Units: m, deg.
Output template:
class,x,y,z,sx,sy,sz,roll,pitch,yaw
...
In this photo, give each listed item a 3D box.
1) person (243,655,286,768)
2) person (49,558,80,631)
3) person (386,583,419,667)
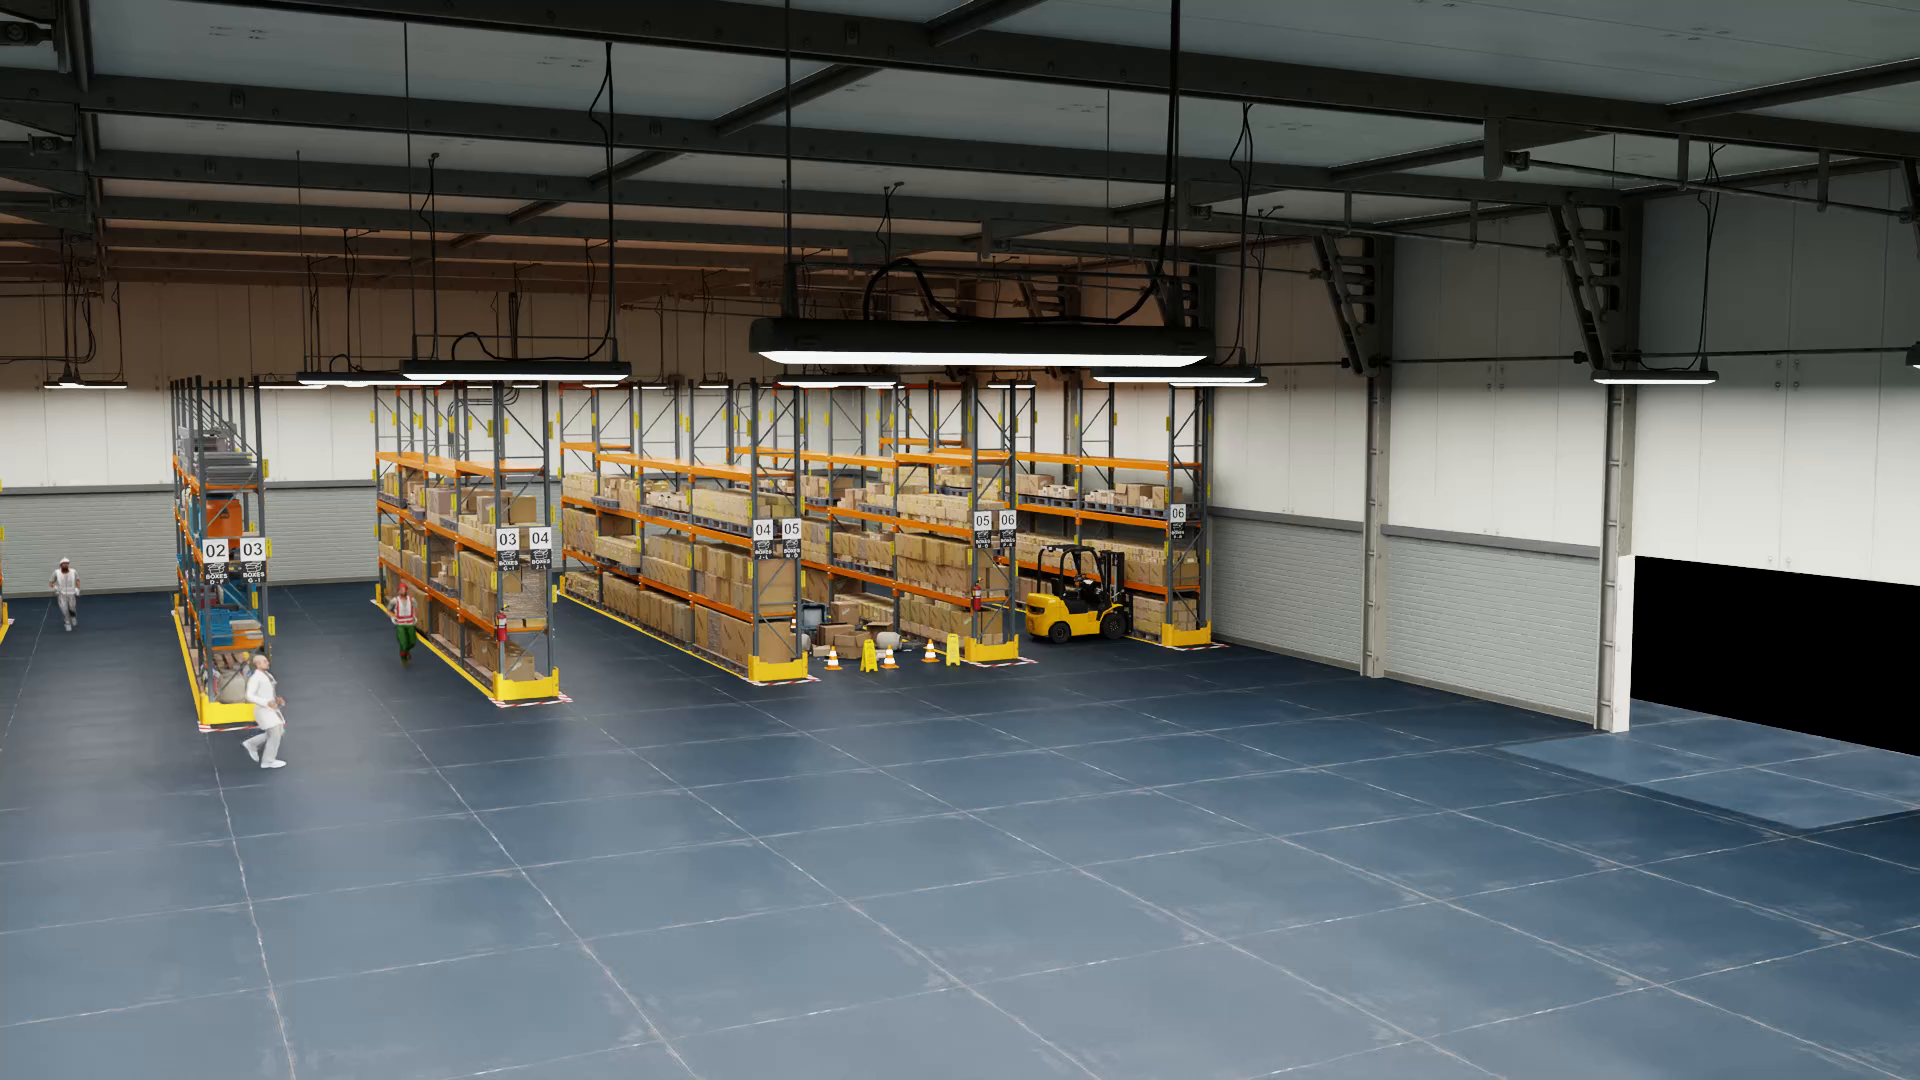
class,x,y,z,sx,sy,sz,roll,pitch,yaw
person,-10.623,2.718,25.326,0.670,1.504,0.708,0,5,-3
person,-21.457,1.312,39.885,0.665,1.749,0.634,-3,6,-34
person,-11.622,1.768,34.741,0.654,1.735,0.622,-3,6,-30
